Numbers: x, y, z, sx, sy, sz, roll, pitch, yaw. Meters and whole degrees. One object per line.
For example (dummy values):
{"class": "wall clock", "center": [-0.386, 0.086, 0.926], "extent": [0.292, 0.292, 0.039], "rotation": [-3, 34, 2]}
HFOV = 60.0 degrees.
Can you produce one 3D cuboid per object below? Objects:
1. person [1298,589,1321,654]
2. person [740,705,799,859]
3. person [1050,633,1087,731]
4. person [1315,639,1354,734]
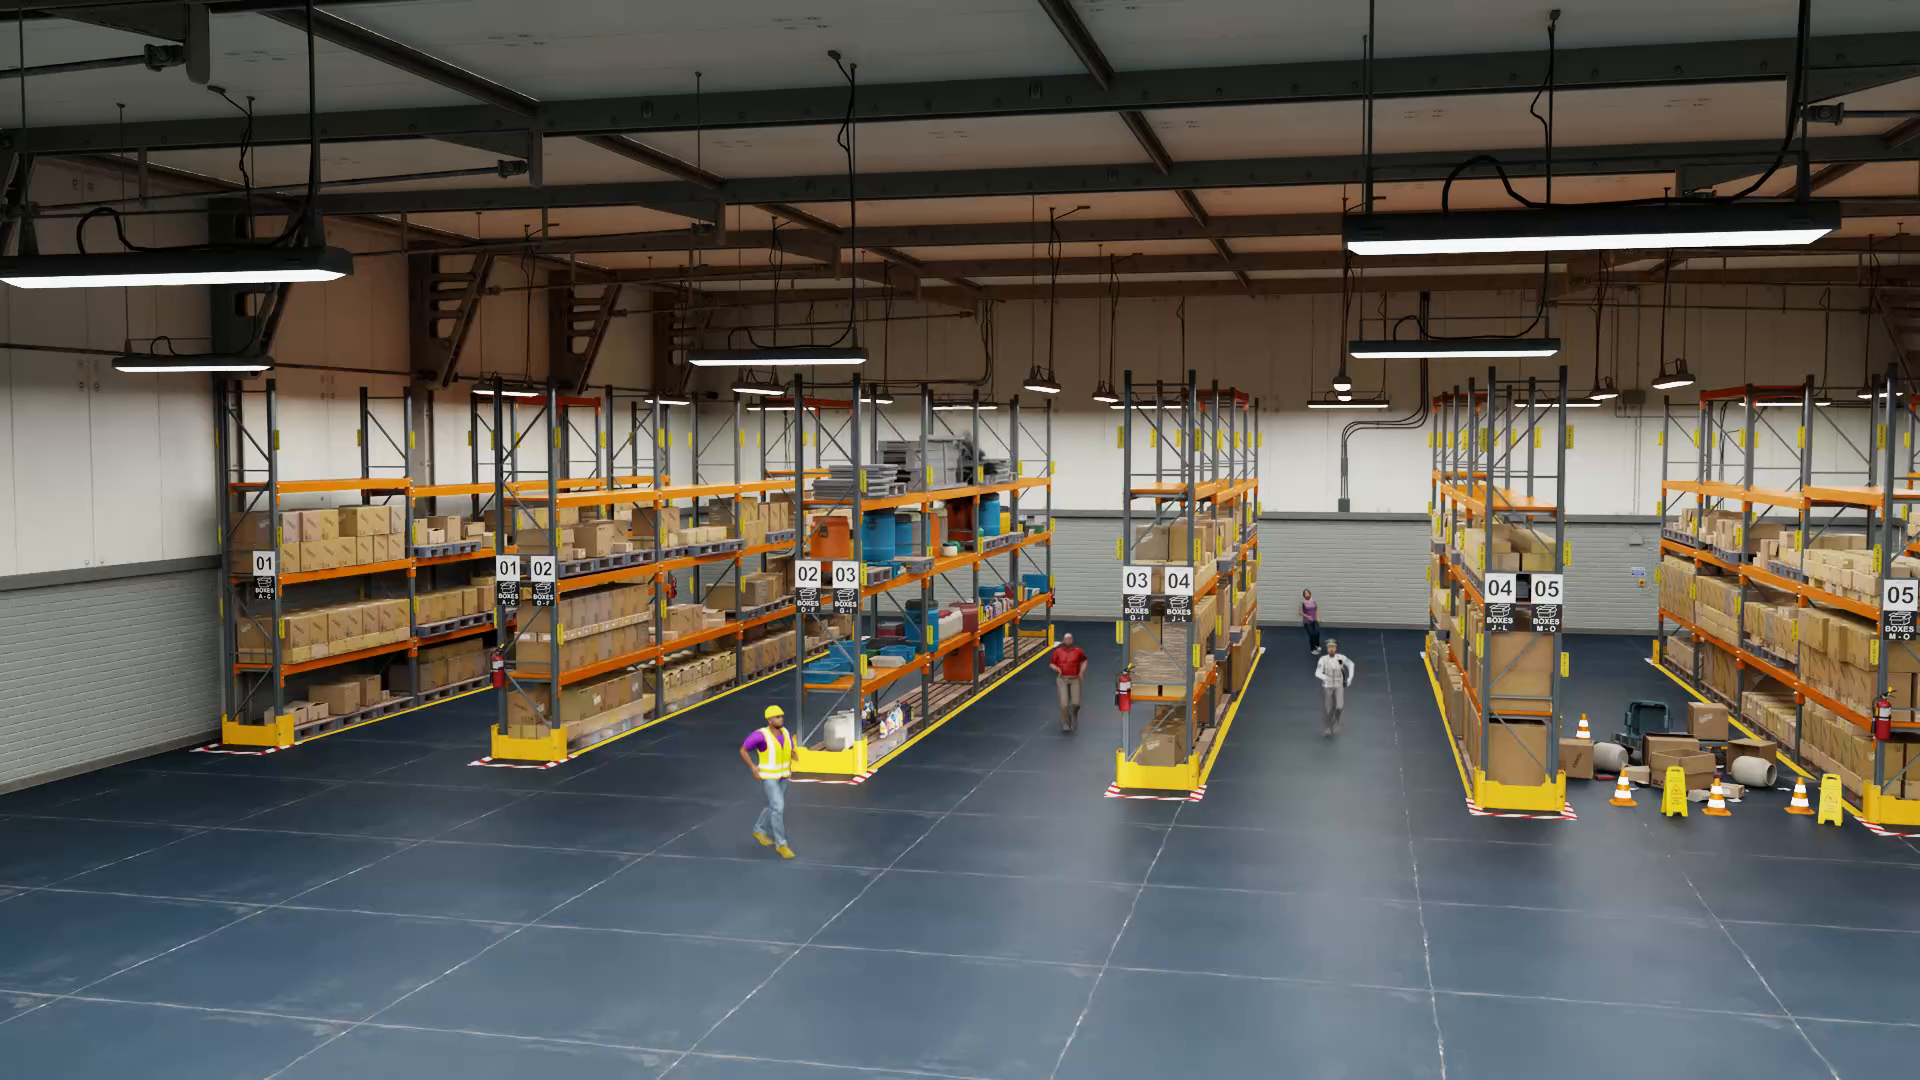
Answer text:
{"class": "person", "center": [8.143, 1.906, 38.645], "extent": [0.569, 1.521, 0.522], "rotation": [0, 3, -5]}
{"class": "person", "center": [-2.242, 2.893, 20.138], "extent": [0.816, 1.793, 0.687], "rotation": [3, 4, 39]}
{"class": "person", "center": [1.868, 2.444, 28.467], "extent": [0.650, 1.688, 0.602], "rotation": [0, 3, 1]}
{"class": "person", "center": [6.304, 2.477, 27.988], "extent": [0.631, 1.650, 0.780], "rotation": [1, 4, 12]}
